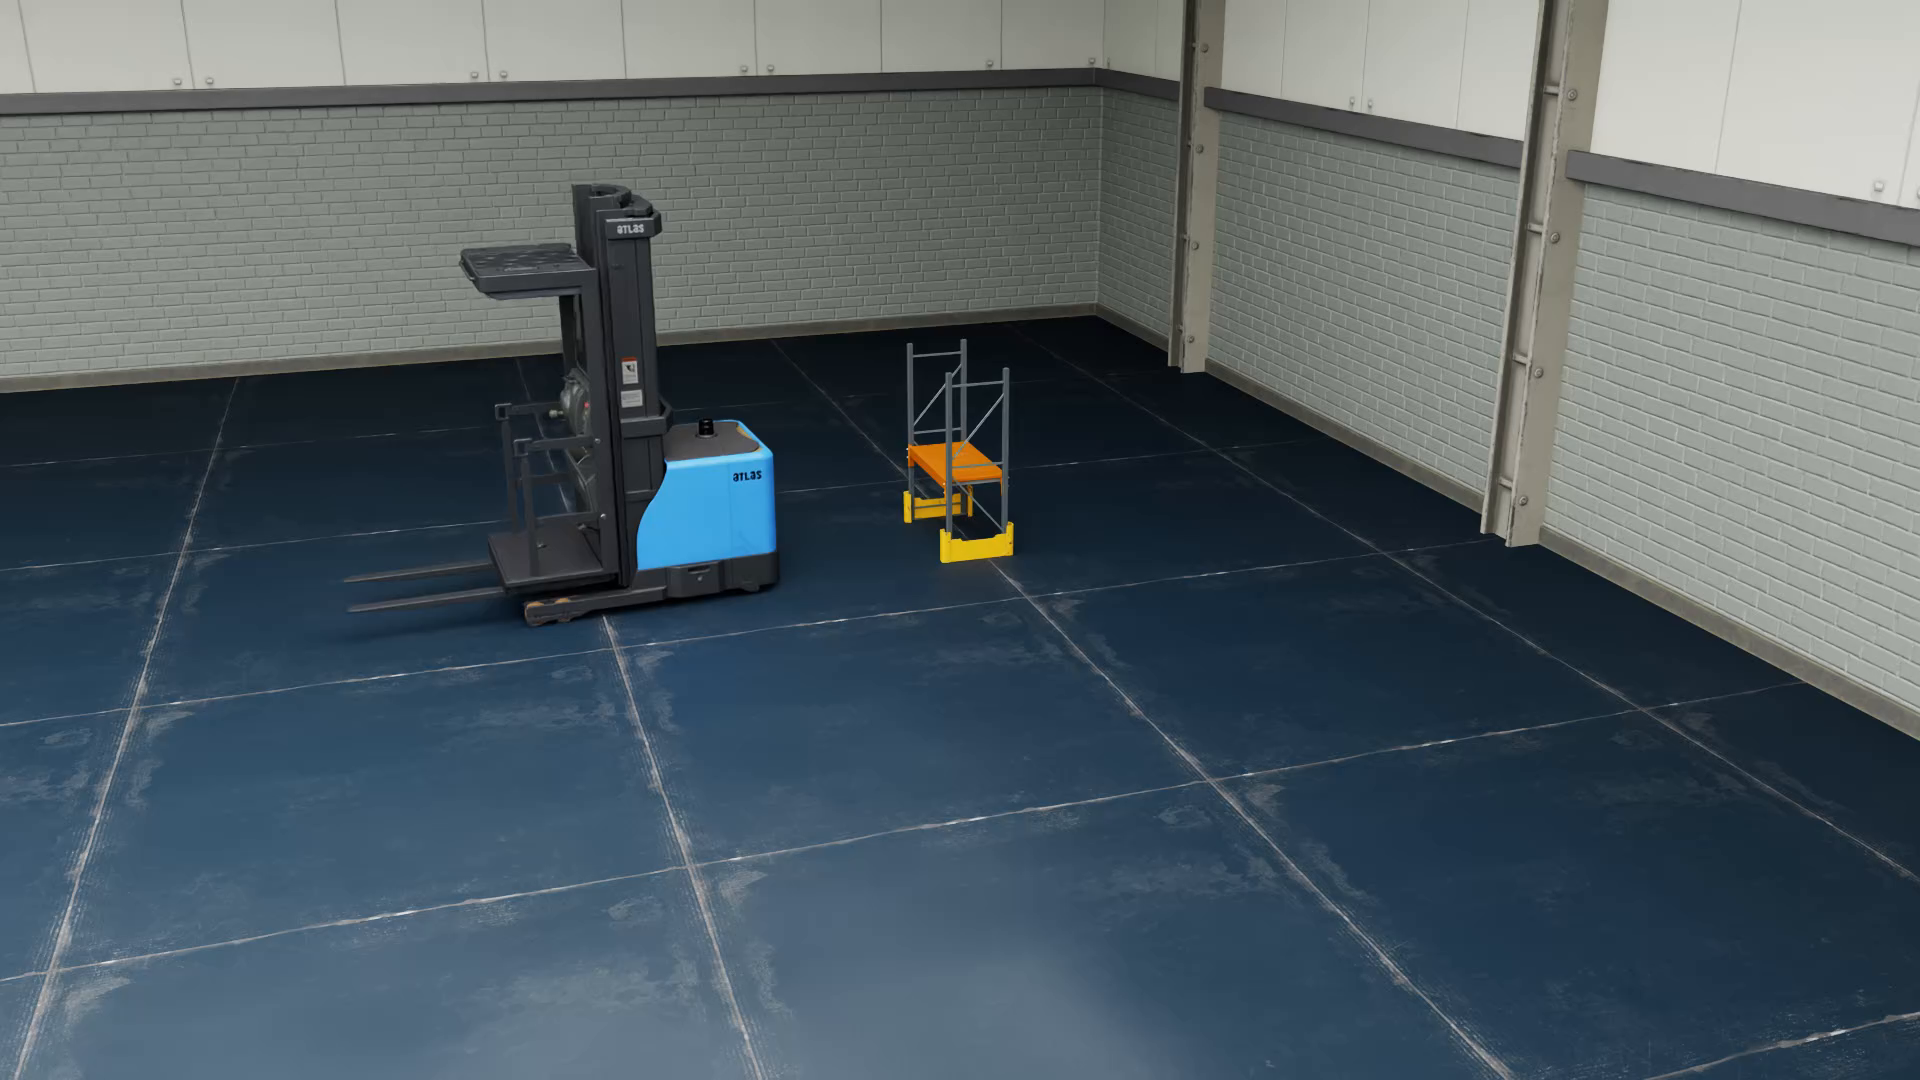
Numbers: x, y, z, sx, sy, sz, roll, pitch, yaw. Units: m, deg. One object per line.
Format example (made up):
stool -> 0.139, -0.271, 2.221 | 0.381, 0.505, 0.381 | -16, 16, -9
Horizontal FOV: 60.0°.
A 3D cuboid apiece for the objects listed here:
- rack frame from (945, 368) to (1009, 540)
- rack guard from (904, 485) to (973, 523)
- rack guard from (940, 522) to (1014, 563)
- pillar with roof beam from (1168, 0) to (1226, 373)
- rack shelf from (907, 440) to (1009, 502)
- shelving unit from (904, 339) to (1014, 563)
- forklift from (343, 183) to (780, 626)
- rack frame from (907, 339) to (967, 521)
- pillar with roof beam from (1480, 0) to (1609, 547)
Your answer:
rack frame -> 0.133, -0.570, 12.785 | 0.500, 1.500, 0.032 | -6, 21, -17
rack guard -> -0.180, -0.302, 13.887 | 0.587, 0.250, 0.087 | -6, 21, -17
rack guard -> 0.133, 0.018, 12.997 | 0.587, 0.250, 0.087 | -6, 21, -17
pillar with roof beam -> -1.512, -5.726, 16.045 | 9.100, 9.000, 0.400 | -6, 21, -17
rack shelf -> -0.027, -0.564, 13.300 | 0.538, 0.185, 1.000 | -6, 21, -17
shelving unit -> -0.024, -0.730, 13.231 | 0.587, 1.500, 1.083 | -6, 21, -17
forklift -> -2.912, -0.976, 11.797 | 3.031, 2.935, 1.130 | -8, 21, -21
rack frame -> -0.187, -0.896, 13.693 | 0.500, 1.500, 0.032 | -6, 21, -17
pillar with roof beam -> 0.374, -3.800, 10.684 | 9.100, 9.000, 0.400 | -6, 21, -17
